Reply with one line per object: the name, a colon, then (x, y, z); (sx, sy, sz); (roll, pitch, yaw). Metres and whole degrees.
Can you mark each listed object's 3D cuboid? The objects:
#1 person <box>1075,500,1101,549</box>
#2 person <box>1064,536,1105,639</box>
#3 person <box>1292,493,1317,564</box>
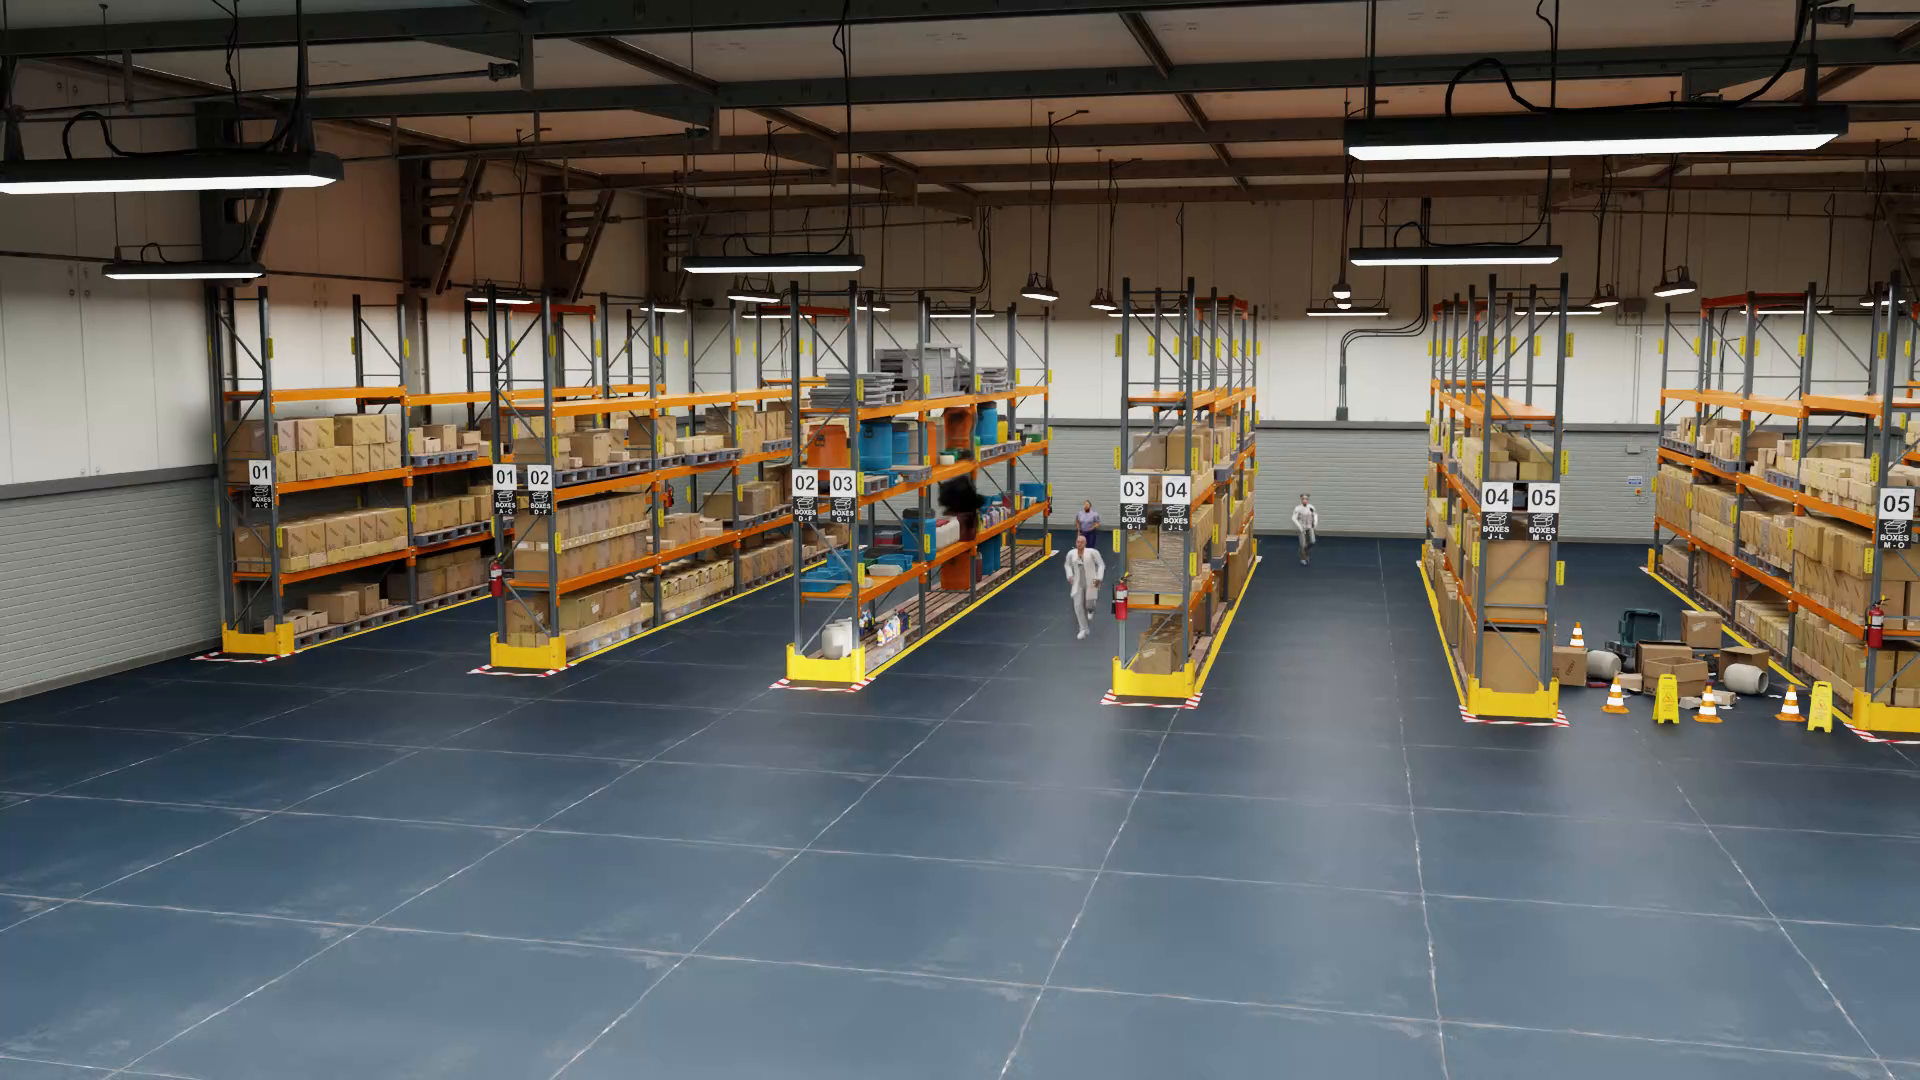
person: (2.858, -0.080, 37.267); (0.587, 1.613, 0.583); (1, 7, 8)
person: (2.166, 0.787, 28.930); (0.725, 1.766, 0.908); (2, 7, 16)
person: (8.029, -0.262, 38.710); (0.581, 1.662, 0.528); (-1, 7, -6)
